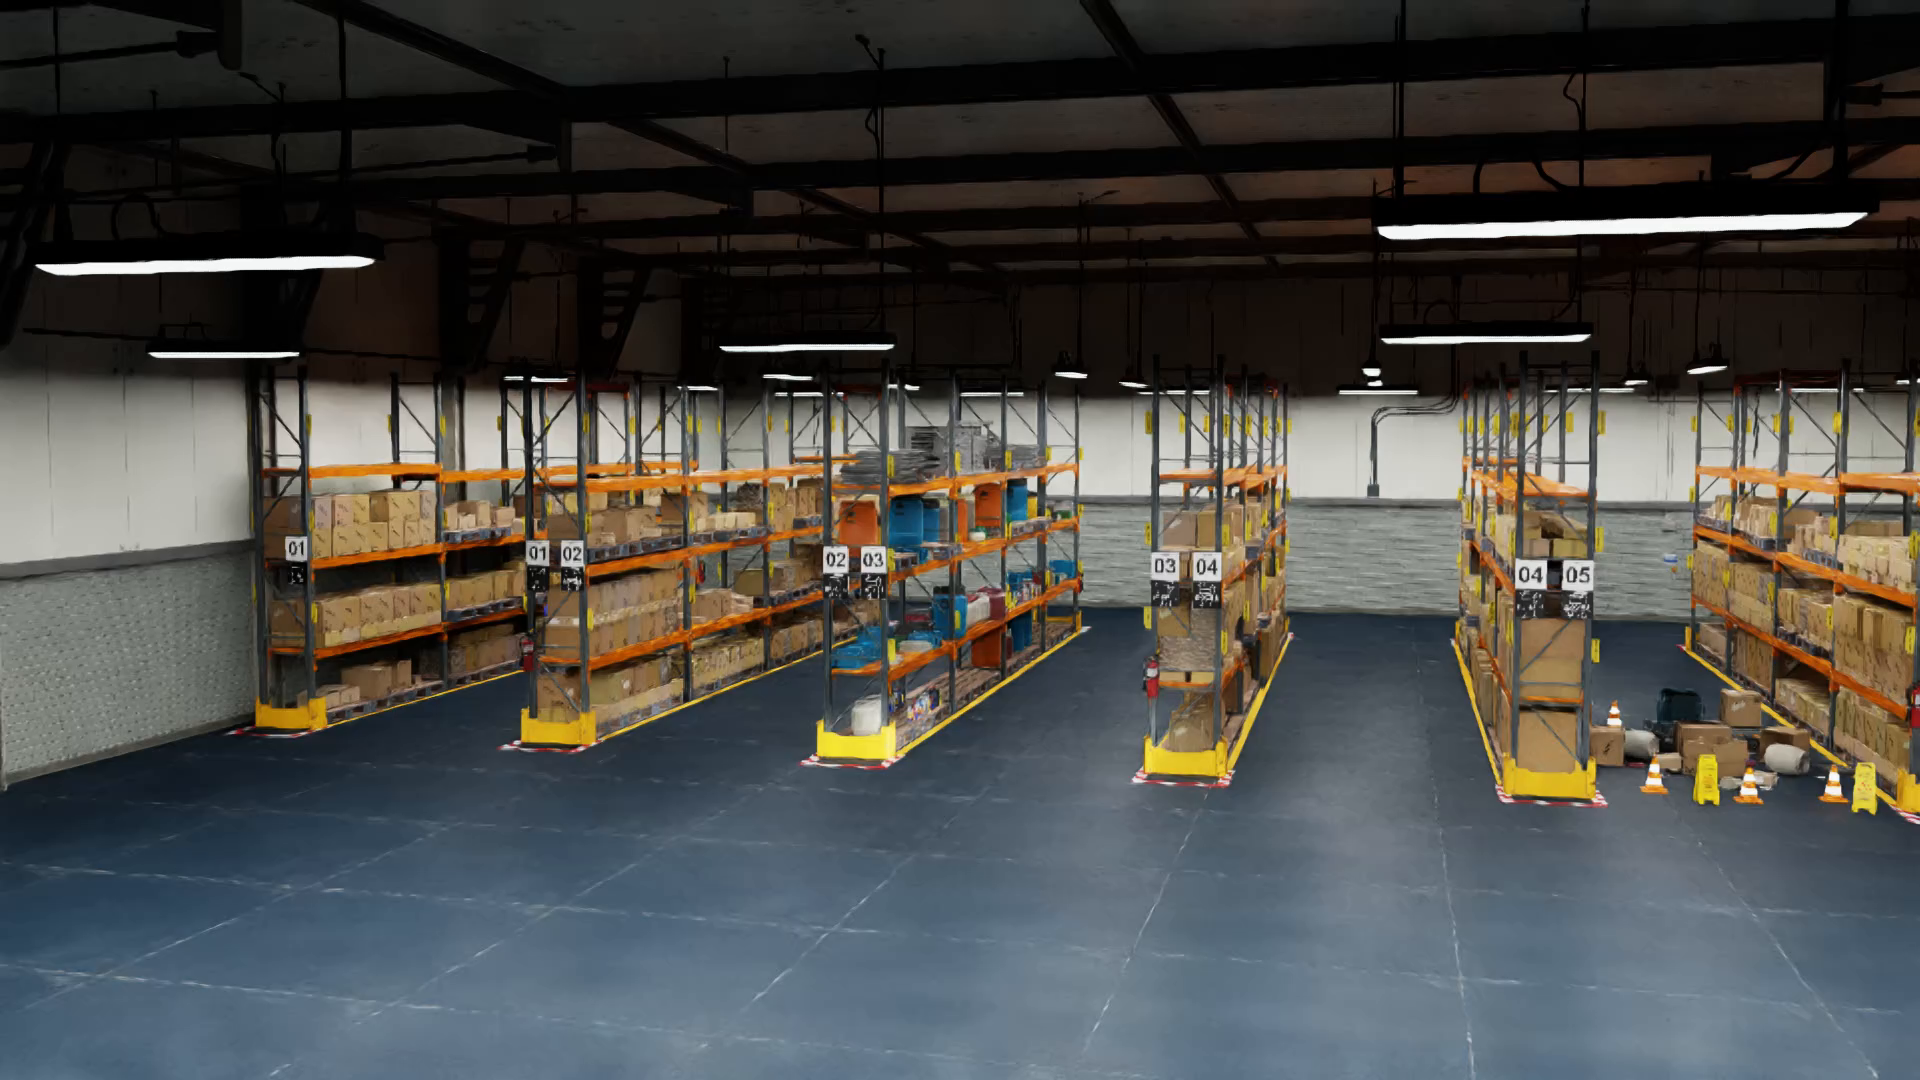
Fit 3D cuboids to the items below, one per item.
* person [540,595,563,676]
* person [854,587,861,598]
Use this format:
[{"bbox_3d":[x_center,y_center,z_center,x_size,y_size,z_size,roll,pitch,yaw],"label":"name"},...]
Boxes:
[{"bbox_3d":[-8.127,1.881,33.051,0.440,1.666,0.550,-1,4,-10],"label":"person"},{"bbox_3d":[-2.667,1.111,45.373,0.566,1.540,0.516,1,4,12],"label":"person"}]
